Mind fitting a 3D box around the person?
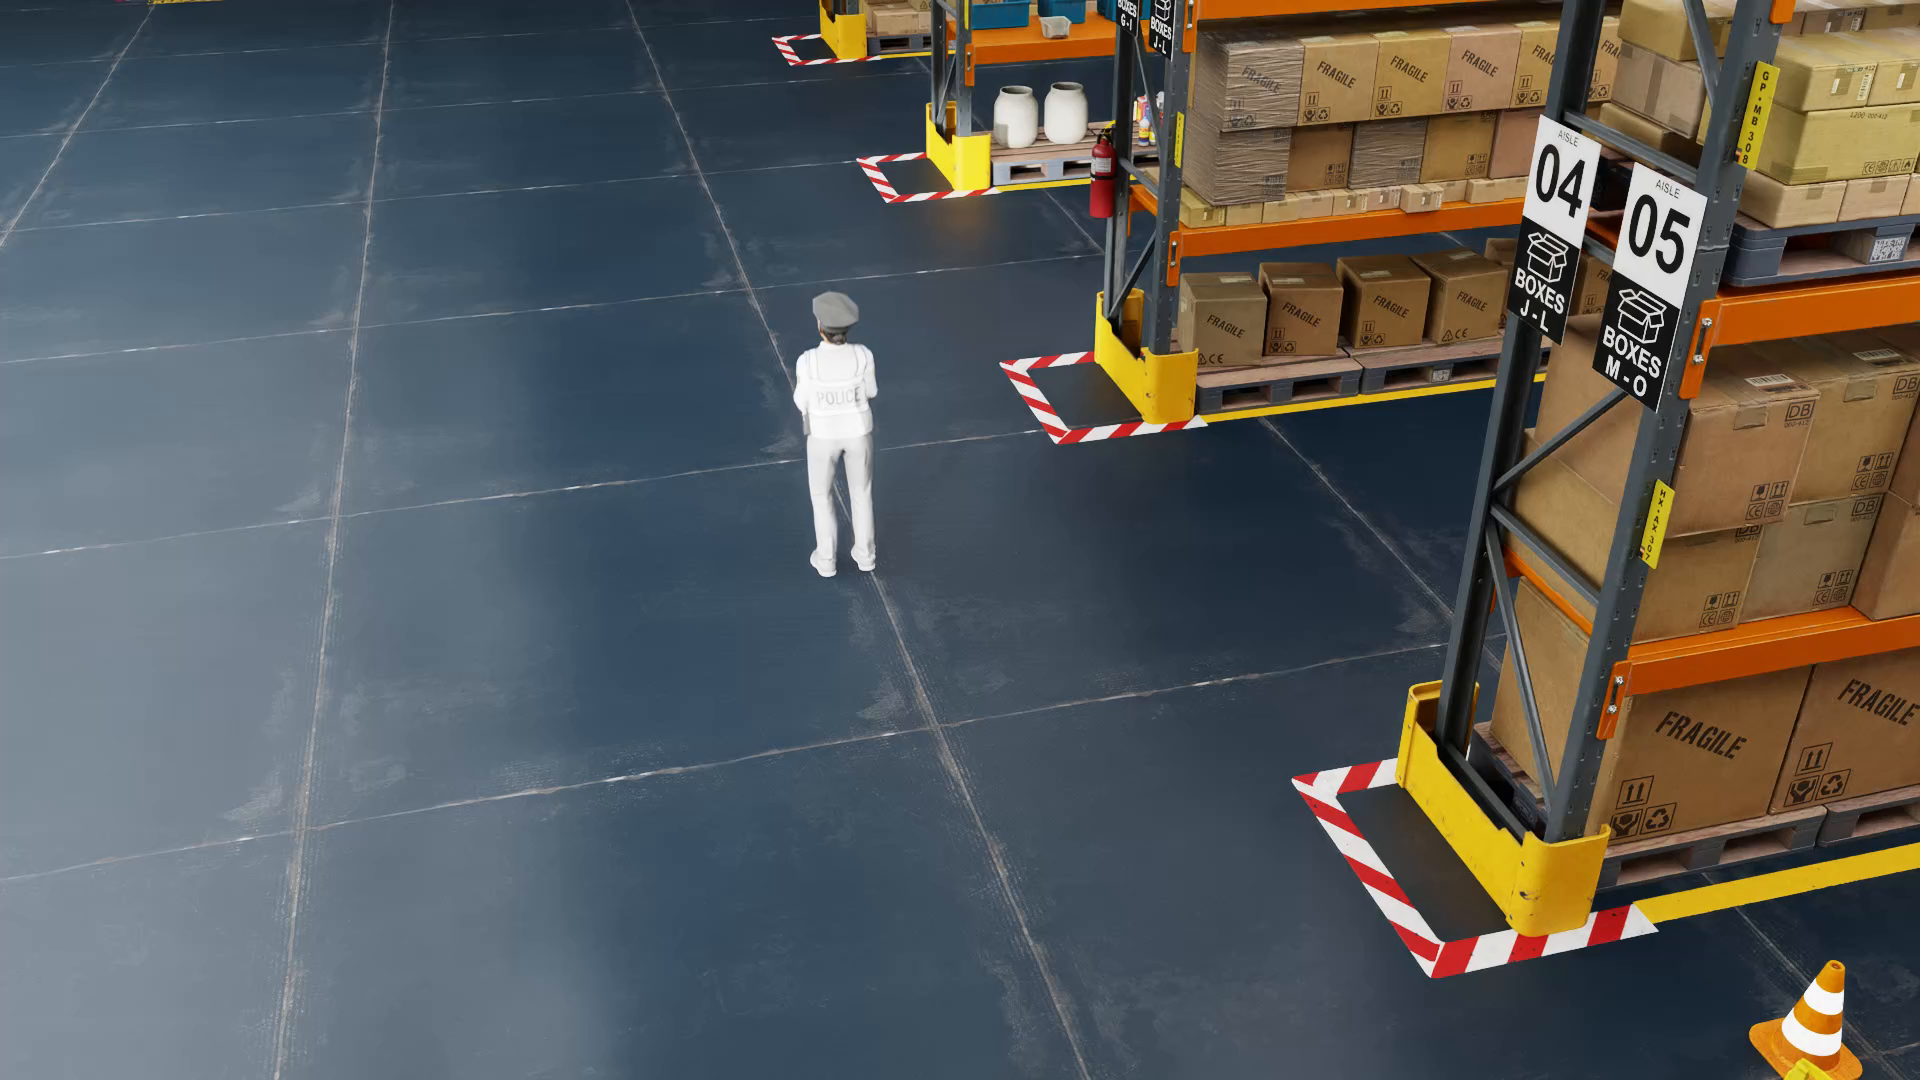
[{"bbox_3d":[-0.685,-0.611,9.252,0.460,1.689,0.536,-8,31,-13],"label":"person"}]
